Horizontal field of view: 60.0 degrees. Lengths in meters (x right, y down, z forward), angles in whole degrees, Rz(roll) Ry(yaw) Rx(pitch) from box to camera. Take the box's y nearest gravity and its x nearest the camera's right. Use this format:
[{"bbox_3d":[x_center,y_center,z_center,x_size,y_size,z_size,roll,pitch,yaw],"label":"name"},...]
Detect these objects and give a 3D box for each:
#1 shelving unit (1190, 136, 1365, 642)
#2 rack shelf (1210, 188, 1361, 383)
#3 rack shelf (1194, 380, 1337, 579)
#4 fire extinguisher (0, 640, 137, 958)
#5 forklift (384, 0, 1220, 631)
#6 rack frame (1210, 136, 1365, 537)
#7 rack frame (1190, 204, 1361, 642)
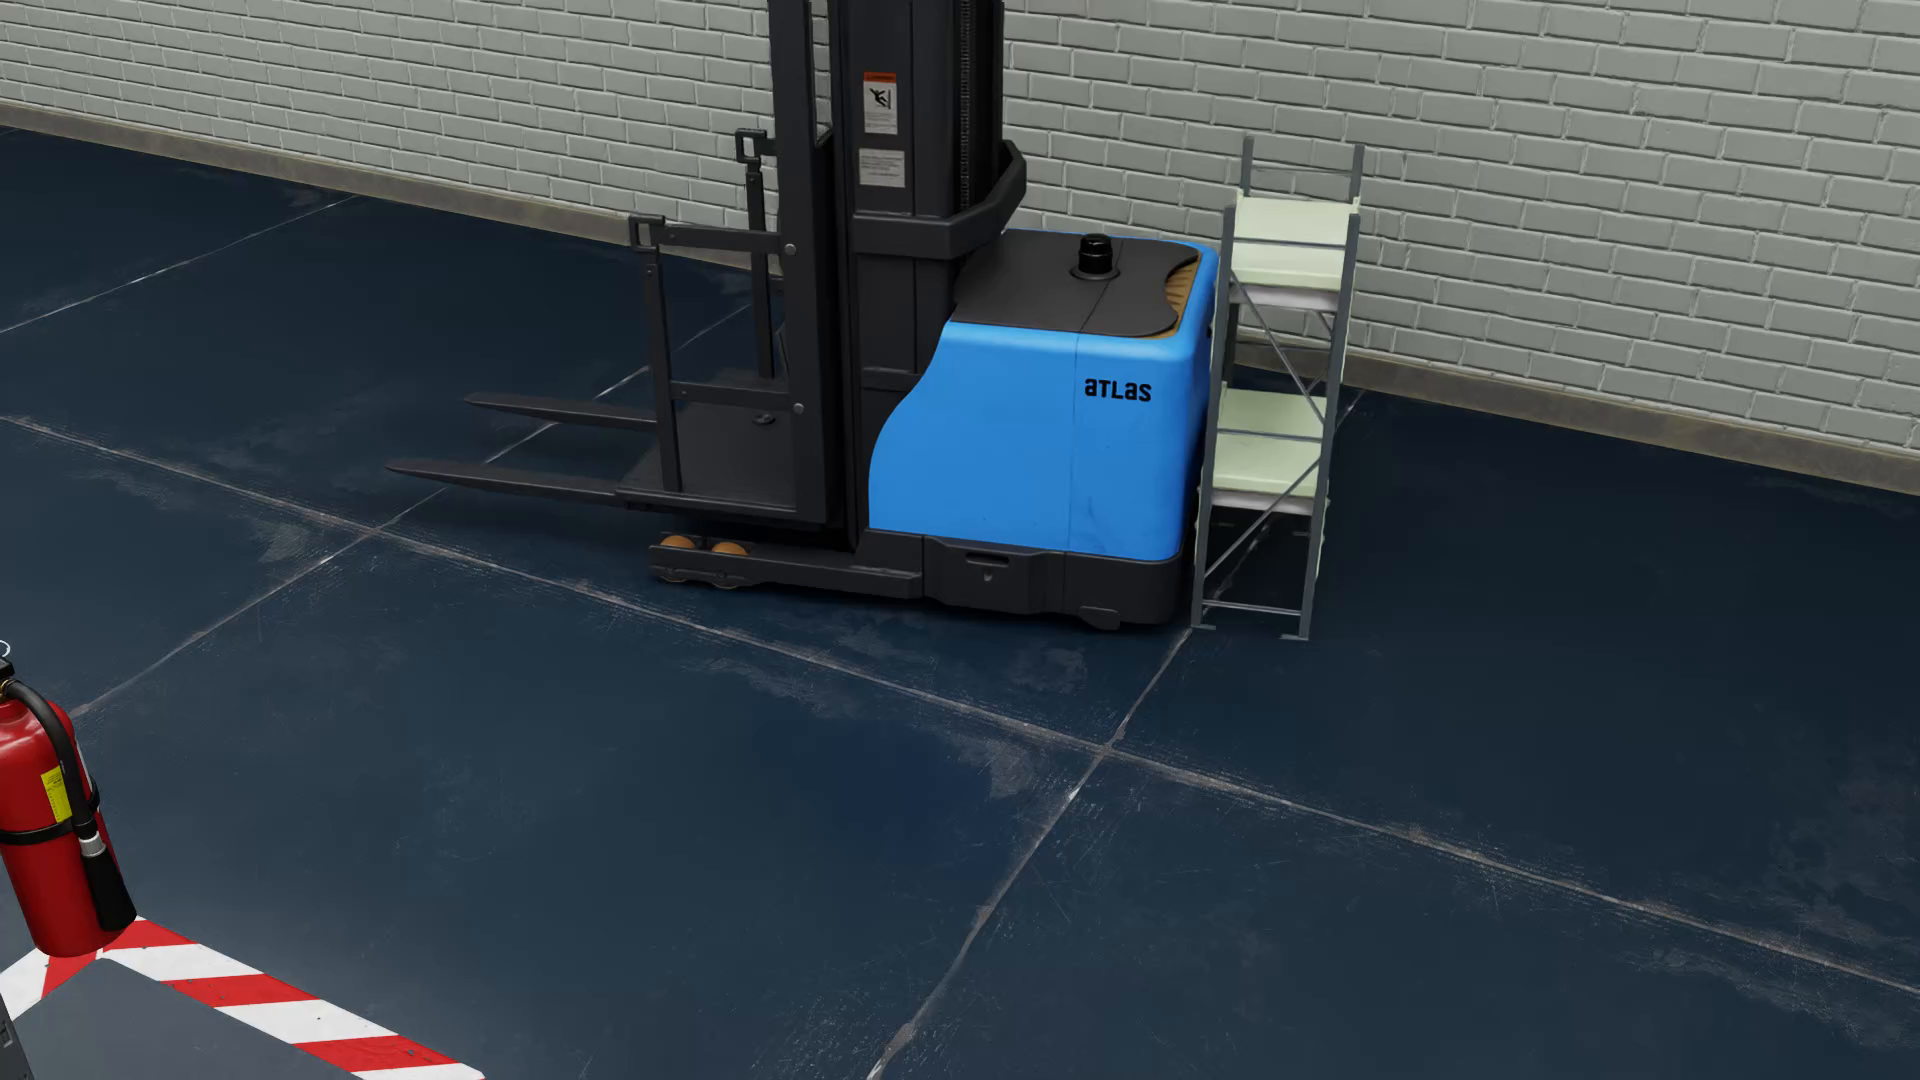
[{"bbox_3d":[1.070,-0.508,5.629,0.431,1.500,0.755,7,31,11],"label":"shelving unit"},{"bbox_3d":[1.070,-0.847,5.435,0.431,0.370,0.720,7,31,11],"label":"rack shelf"},{"bbox_3d":[1.070,-0.226,5.792,0.431,0.370,0.720,7,31,11],"label":"rack shelf"},{"bbox_3d":[-1.635,0.432,2.938,0.296,0.674,0.183,14,33,23],"label":"fire extinguisher"},{"bbox_3d":[-0.631,-1.342,5.643,3.031,2.935,1.130,7,31,12],"label":"forklift"},{"bbox_3d":[1.152,-0.686,5.939,0.400,1.500,0.023,7,31,11],"label":"rack frame"},{"bbox_3d":[0.988,-0.331,5.320,0.400,1.500,0.023,7,31,11],"label":"rack frame"}]
